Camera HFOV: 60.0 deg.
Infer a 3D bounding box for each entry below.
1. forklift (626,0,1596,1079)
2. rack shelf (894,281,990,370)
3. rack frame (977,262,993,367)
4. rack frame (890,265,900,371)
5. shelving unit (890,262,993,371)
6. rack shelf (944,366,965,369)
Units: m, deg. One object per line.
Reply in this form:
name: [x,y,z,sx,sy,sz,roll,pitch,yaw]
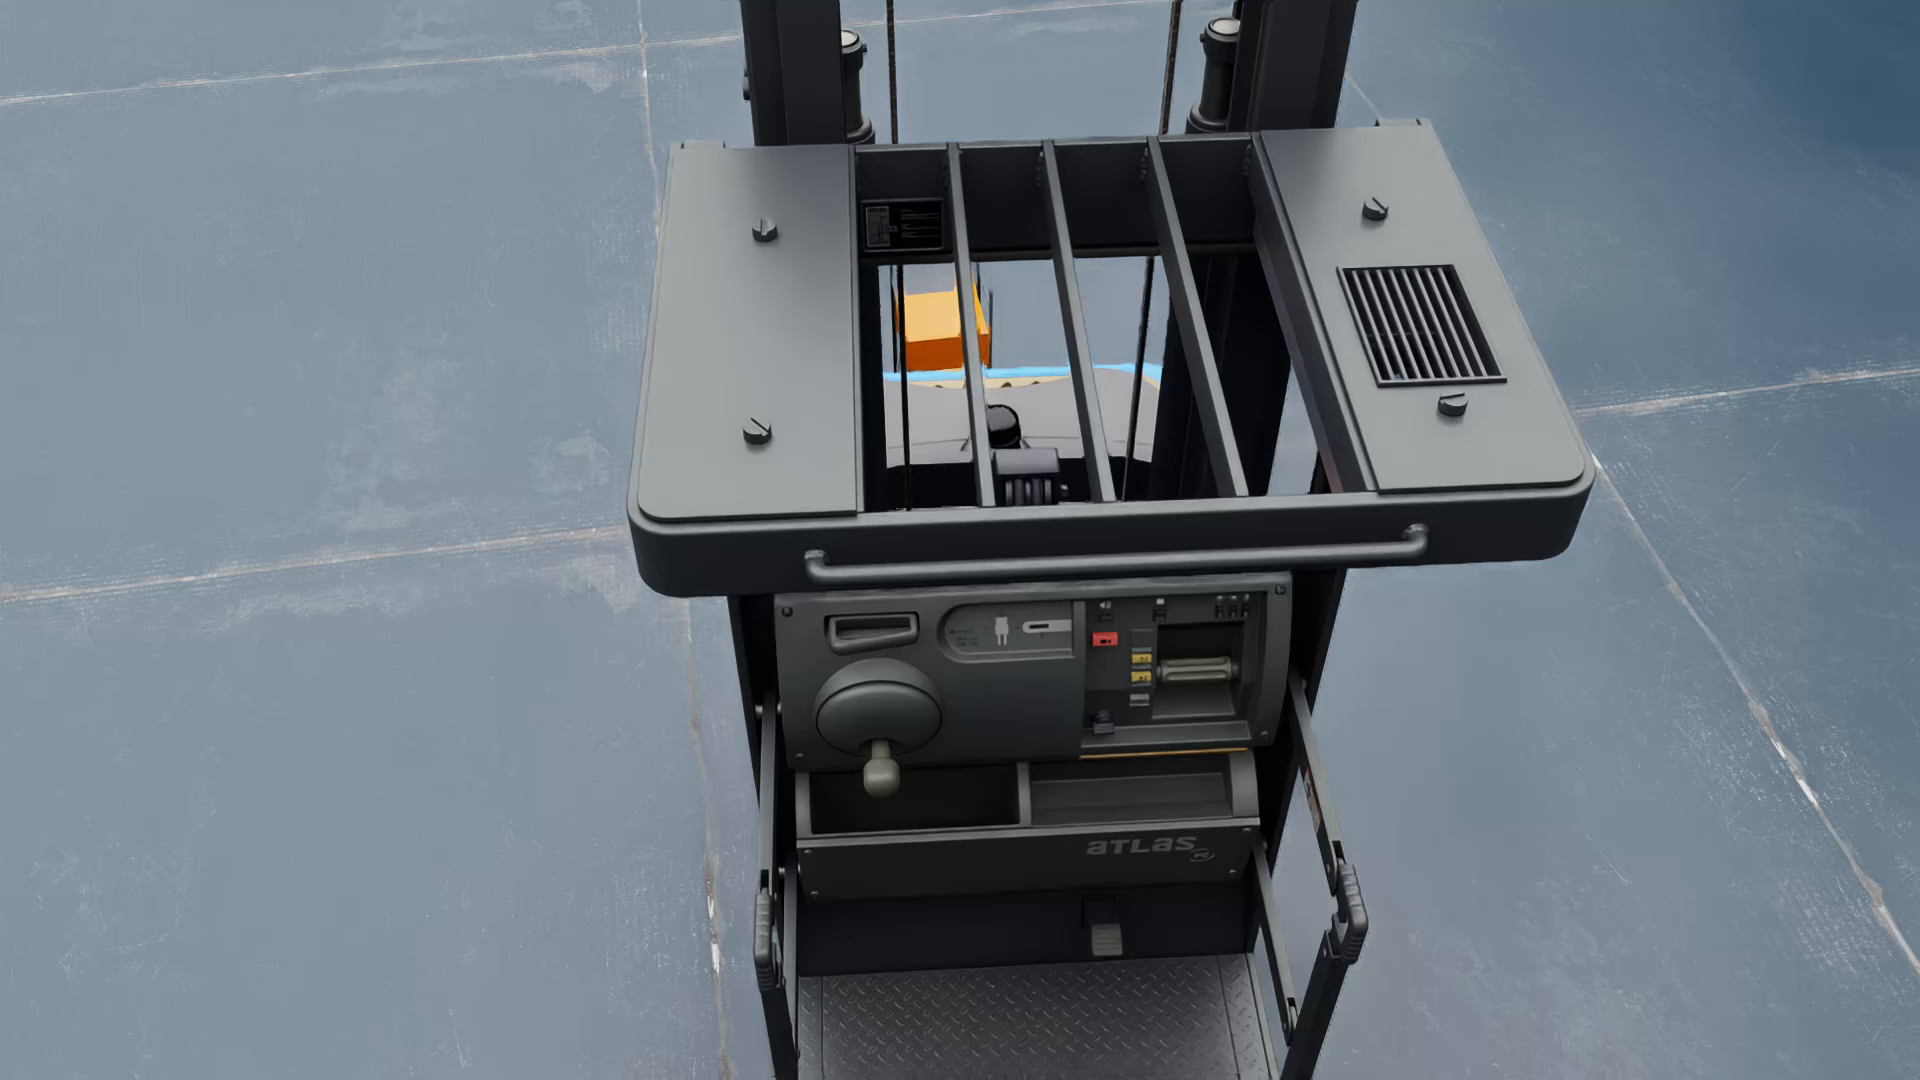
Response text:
forklift: [0.150,0.351,2.876,1.130,2.935,3.031,-2,46,-2]
rack shelf: [-0.053,-0.547,4.669,0.240,0.259,0.215,-7,46,-7]
rack frame: [0.067,-0.373,4.880,0.008,1.050,0.200,-7,46,-7]
rack frame: [-0.173,-0.343,4.851,0.008,1.050,0.200,-7,46,-7]
shelving unit: [-0.053,-0.358,4.866,0.252,1.050,0.215,-7,46,-7]
rack shelf: [-0.053,-0.350,4.873,0.240,0.259,0.215,-7,46,-7]
